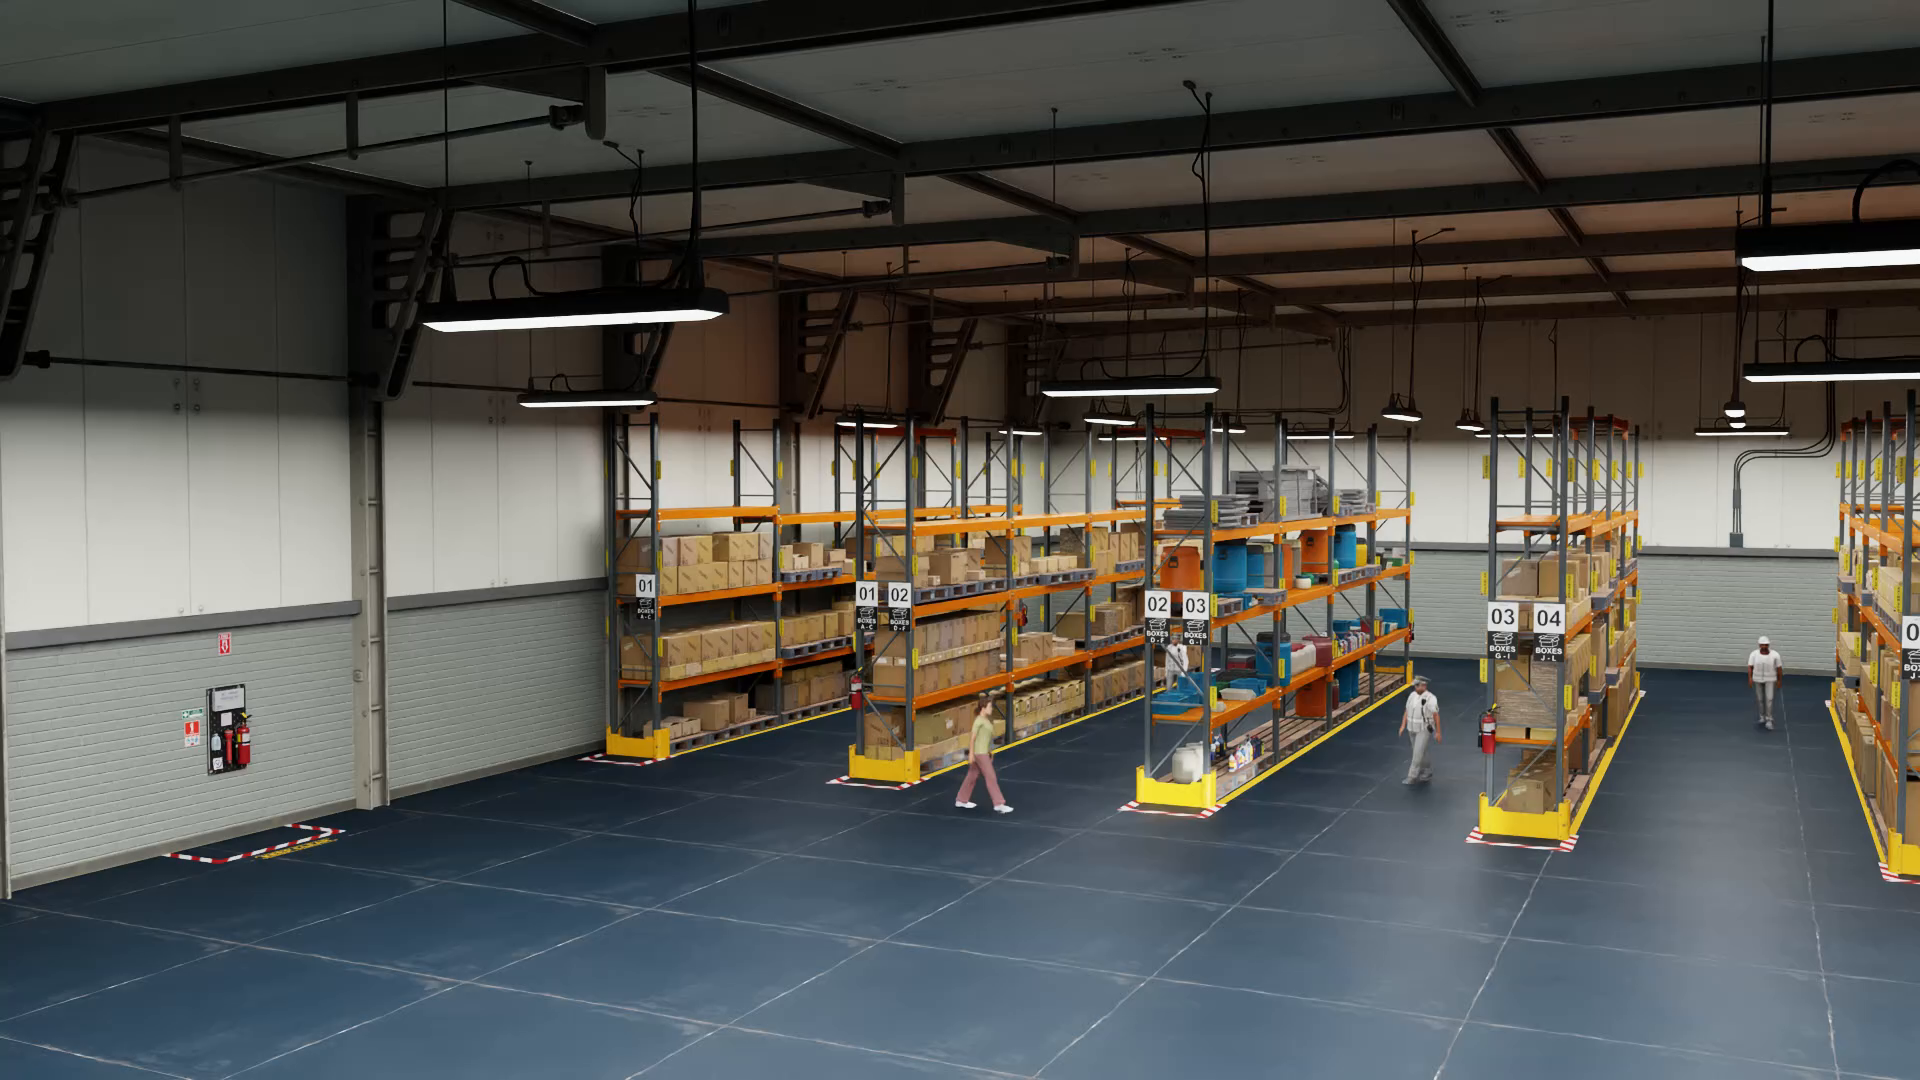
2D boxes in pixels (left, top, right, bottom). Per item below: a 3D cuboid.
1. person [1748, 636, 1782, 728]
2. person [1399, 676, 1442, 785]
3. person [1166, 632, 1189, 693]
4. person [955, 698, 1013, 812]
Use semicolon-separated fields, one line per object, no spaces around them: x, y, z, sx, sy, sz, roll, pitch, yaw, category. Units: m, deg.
15.685;2.745;32.453;0.588;1.721;0.915;2;3;37;person
7.265;3.012;26.462;0.995;1.711;0.589;-2;3;-32;person
4.440;2.751;34.157;0.528;1.723;0.517;1;3;28;person
0.364;3.135;24.425;0.888;1.624;0.498;0;2;8;person
